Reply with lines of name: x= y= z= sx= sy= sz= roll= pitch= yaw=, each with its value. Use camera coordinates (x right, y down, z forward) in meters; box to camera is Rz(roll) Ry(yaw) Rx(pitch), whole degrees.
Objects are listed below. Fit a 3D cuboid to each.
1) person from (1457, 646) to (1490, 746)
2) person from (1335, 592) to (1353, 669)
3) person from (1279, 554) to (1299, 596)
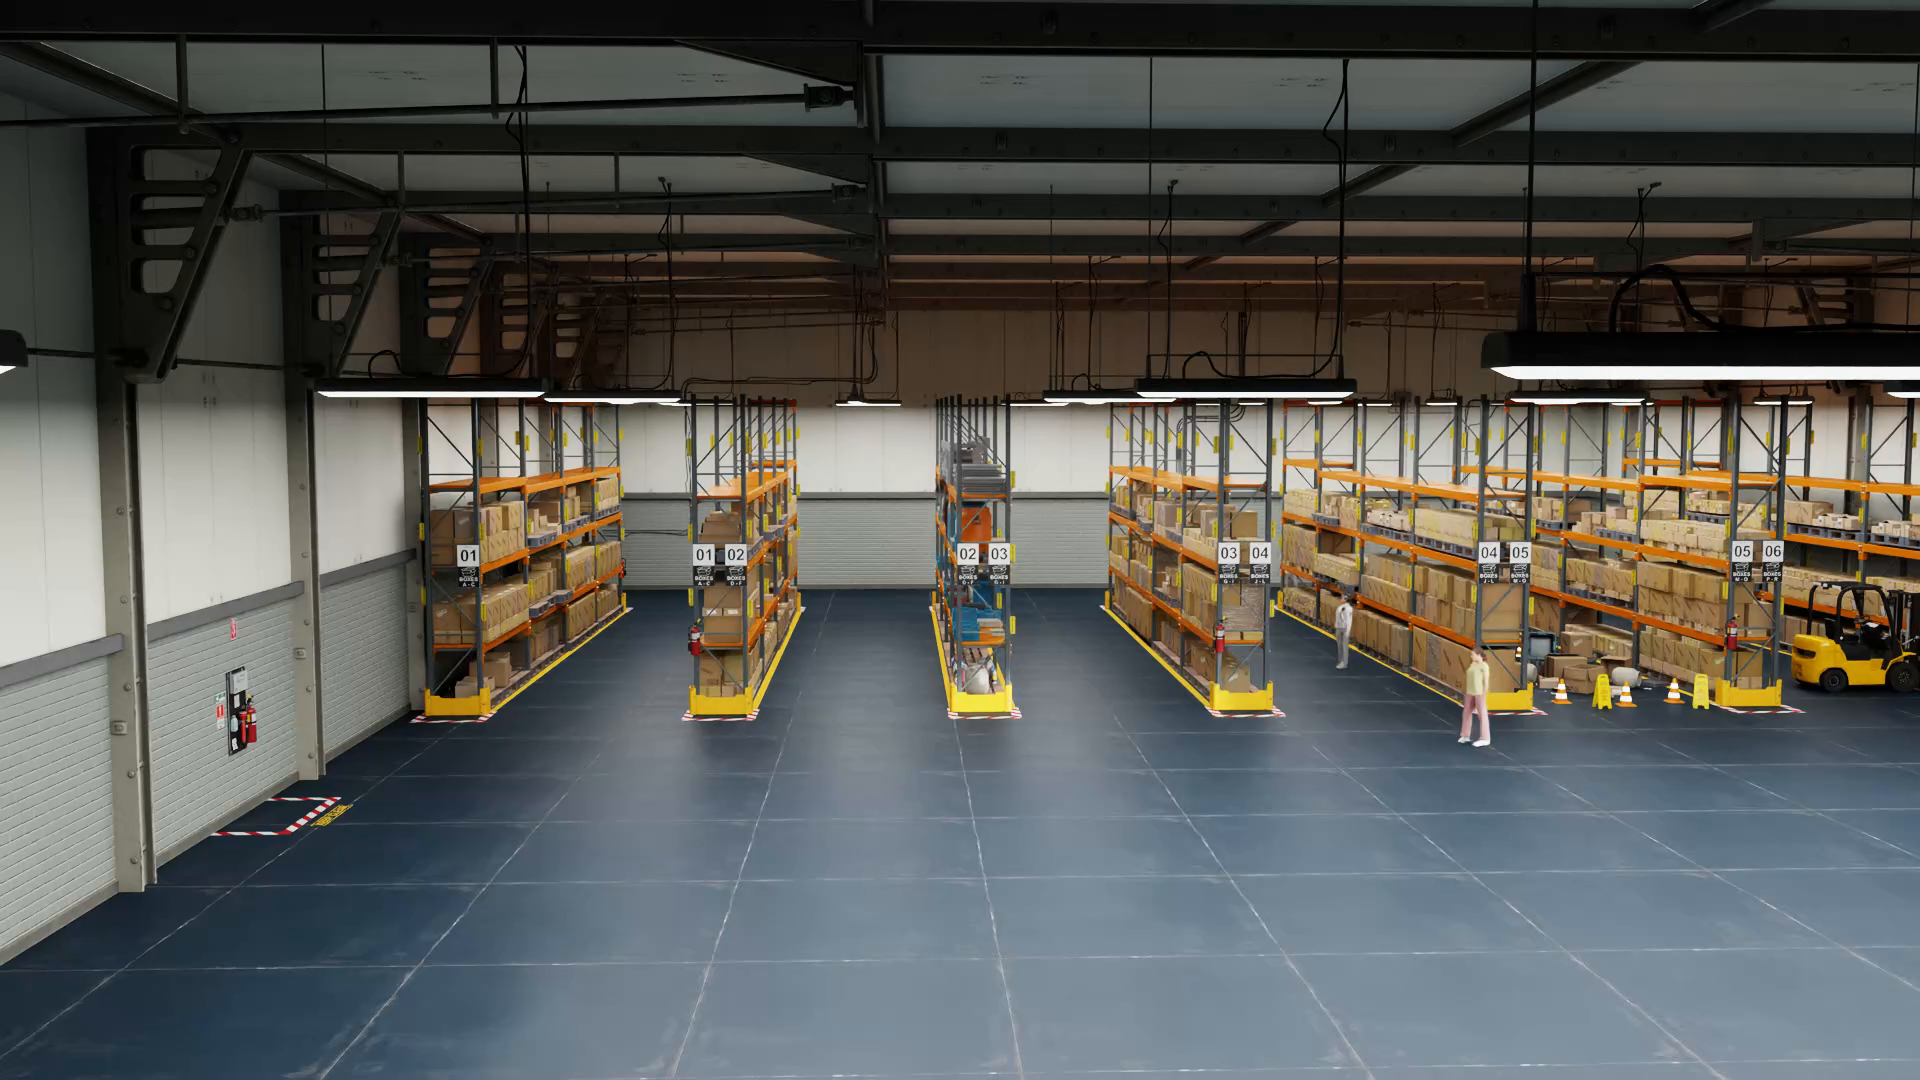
person: x=8.786 y=2.654 z=28.394 sx=0.445 sy=1.658 sz=0.515 roll=-3 pitch=5 yaw=-33
person: x=8.448 y=1.991 z=36.807 sx=0.531 sy=1.683 sz=0.482 roll=-3 pitch=6 yaw=-37
person: x=9.710 y=0.991 z=48.798 sx=0.686 sy=1.799 sz=0.432 roll=0 pitch=5 yaw=5
